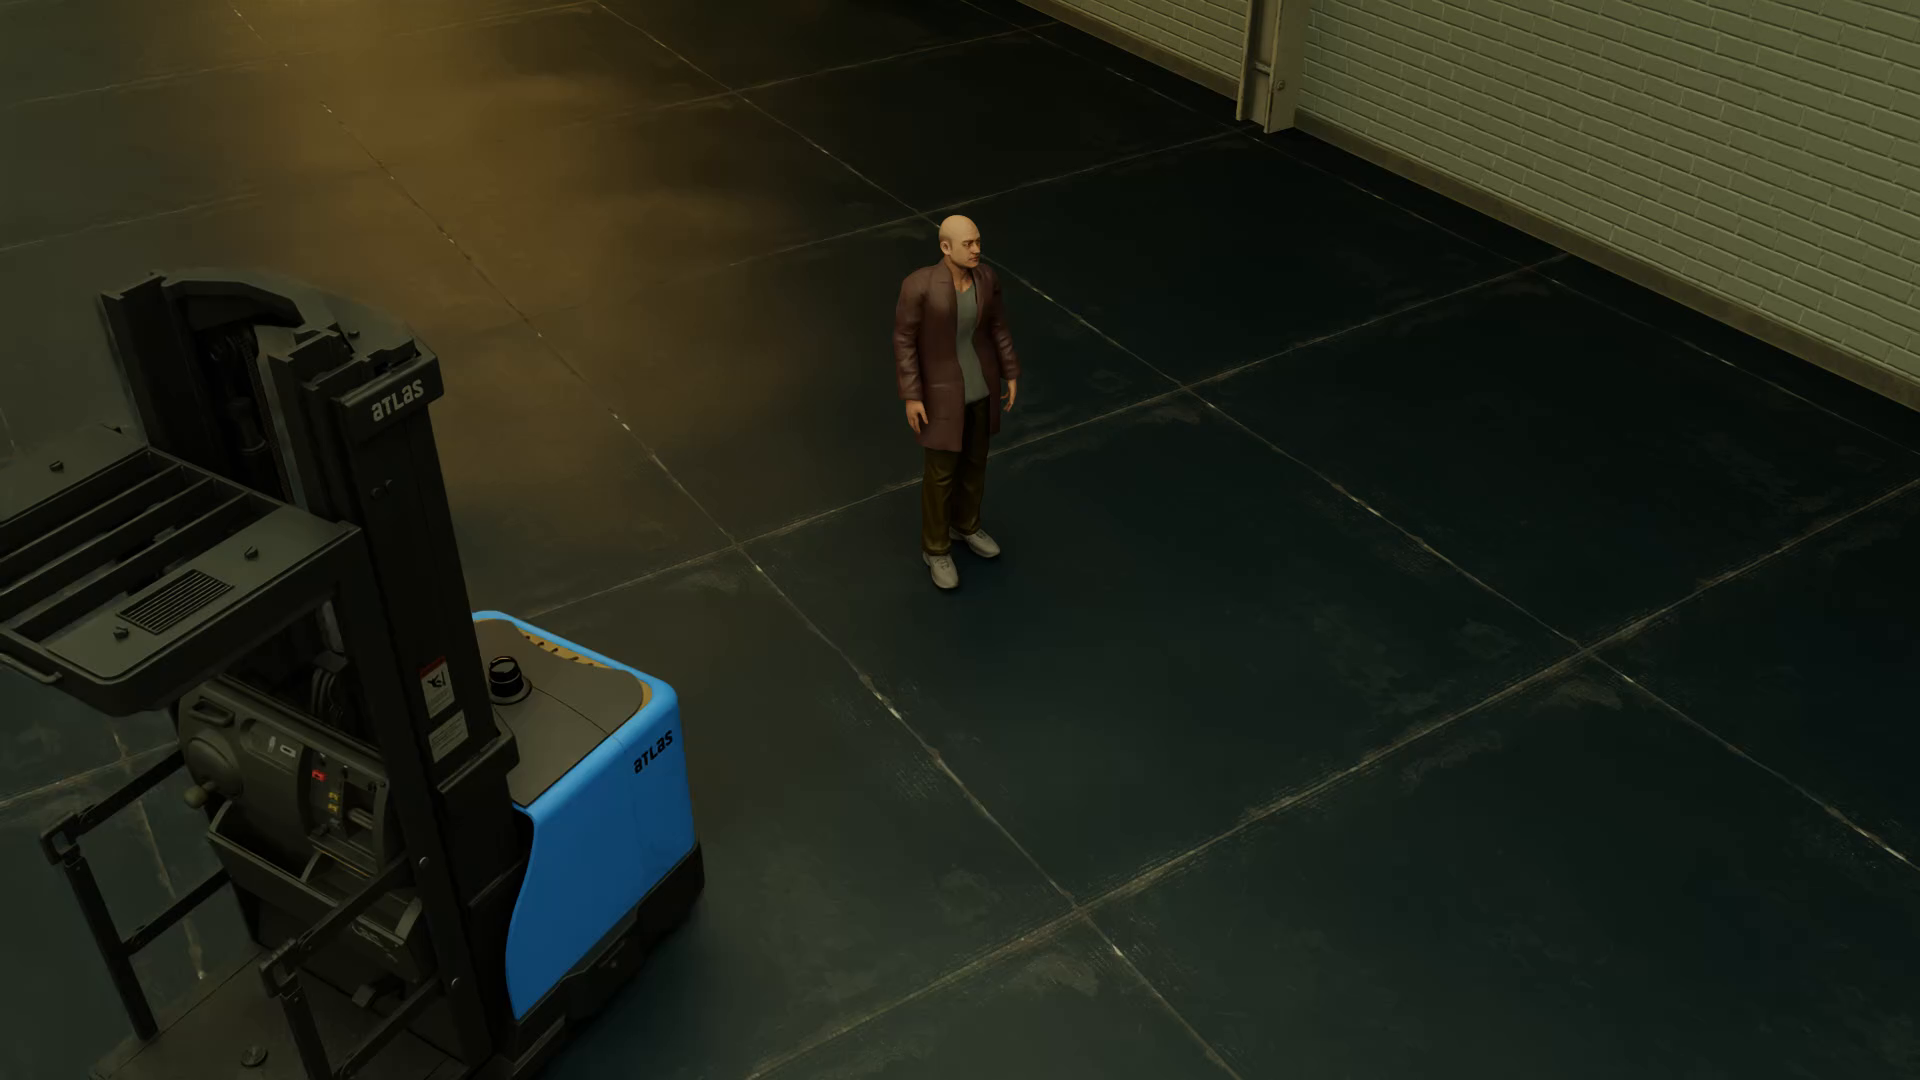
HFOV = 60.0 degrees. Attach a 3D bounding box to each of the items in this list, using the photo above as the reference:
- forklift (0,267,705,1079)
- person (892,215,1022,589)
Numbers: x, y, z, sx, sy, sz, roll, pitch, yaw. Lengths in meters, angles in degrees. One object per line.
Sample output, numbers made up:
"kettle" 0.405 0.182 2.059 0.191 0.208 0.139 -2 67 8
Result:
"forklift" -2.209 0.797 5.013 1.130 2.935 3.031 19 39 25
"person" 0.045 -0.688 8.118 0.696 1.775 0.582 -21 40 -27
